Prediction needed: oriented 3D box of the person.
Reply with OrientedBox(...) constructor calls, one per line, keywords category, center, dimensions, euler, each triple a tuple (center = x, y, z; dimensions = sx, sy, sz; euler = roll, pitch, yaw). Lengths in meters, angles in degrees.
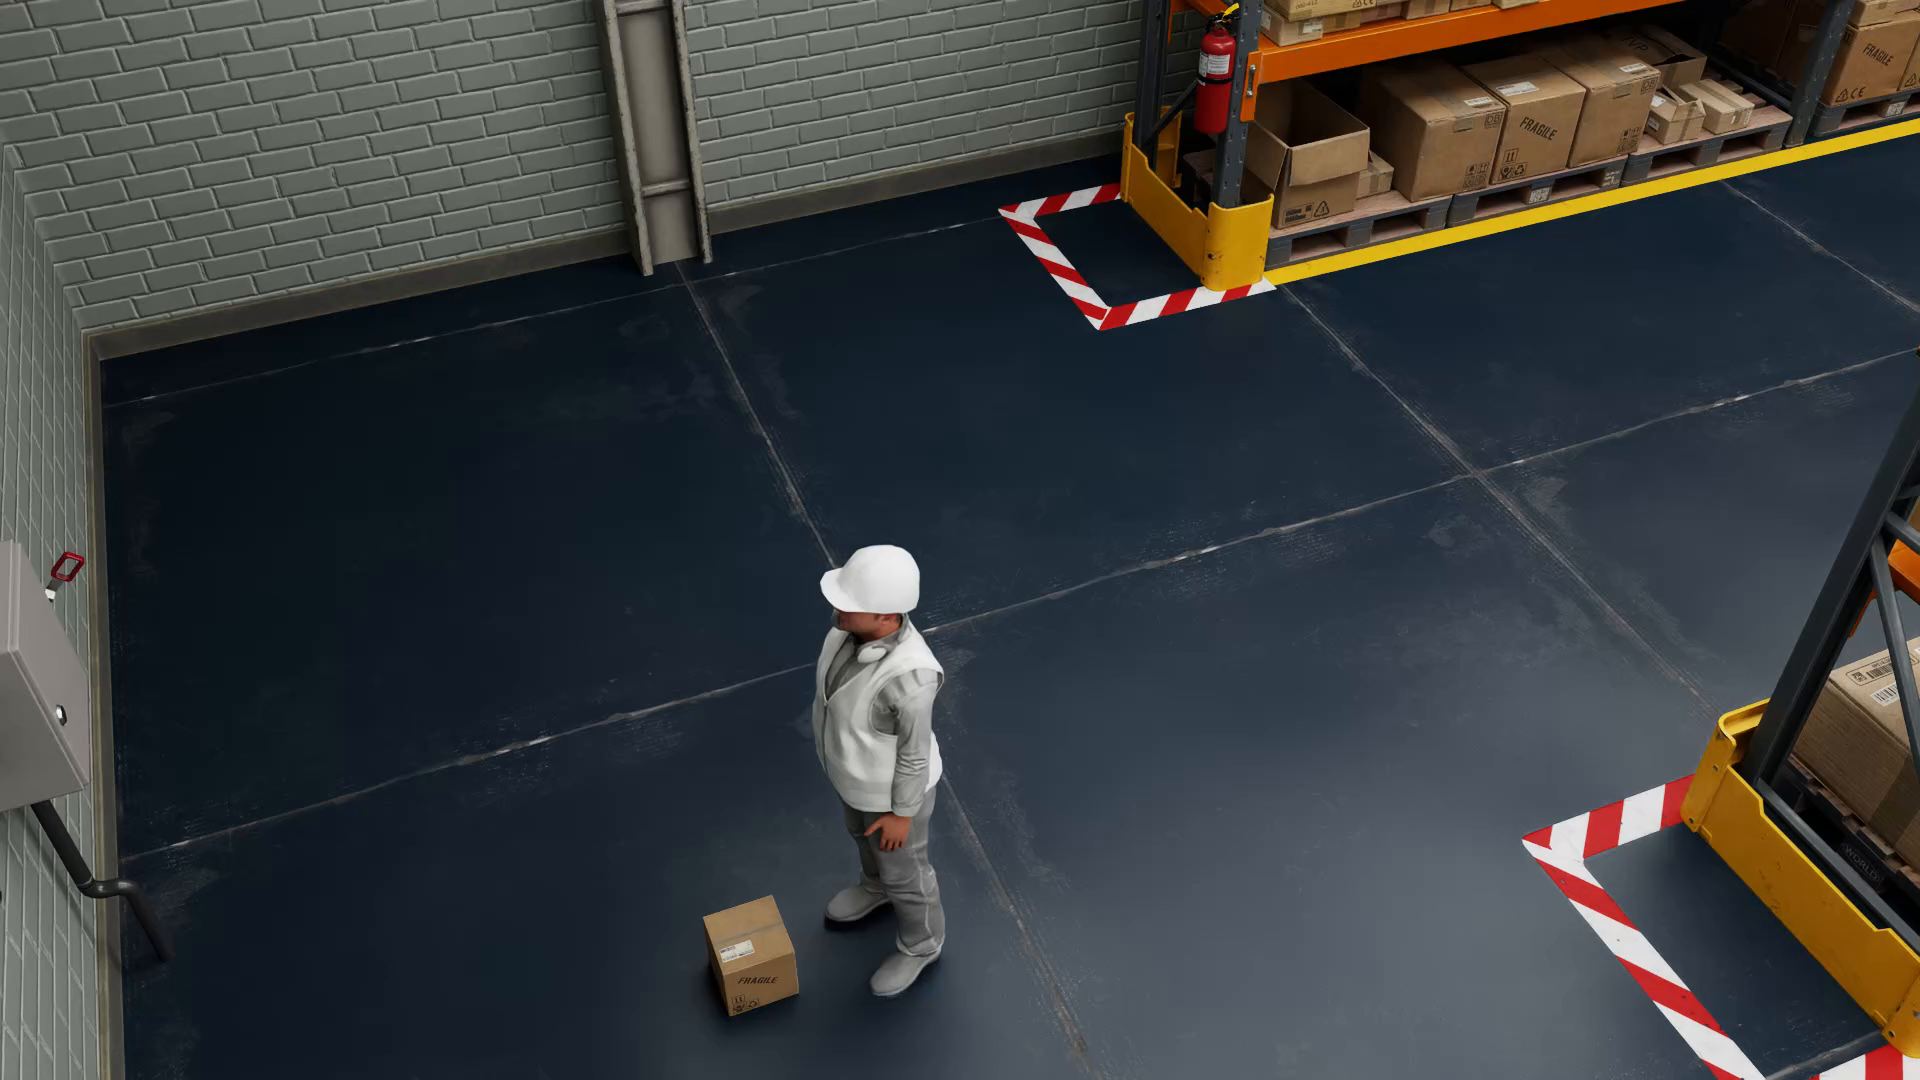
OrientedBox(category="person", center=(-0.268, 0.723, 5.313), dimensions=(0.357, 1.798, 0.543), euler=(-20, 45, -21))
